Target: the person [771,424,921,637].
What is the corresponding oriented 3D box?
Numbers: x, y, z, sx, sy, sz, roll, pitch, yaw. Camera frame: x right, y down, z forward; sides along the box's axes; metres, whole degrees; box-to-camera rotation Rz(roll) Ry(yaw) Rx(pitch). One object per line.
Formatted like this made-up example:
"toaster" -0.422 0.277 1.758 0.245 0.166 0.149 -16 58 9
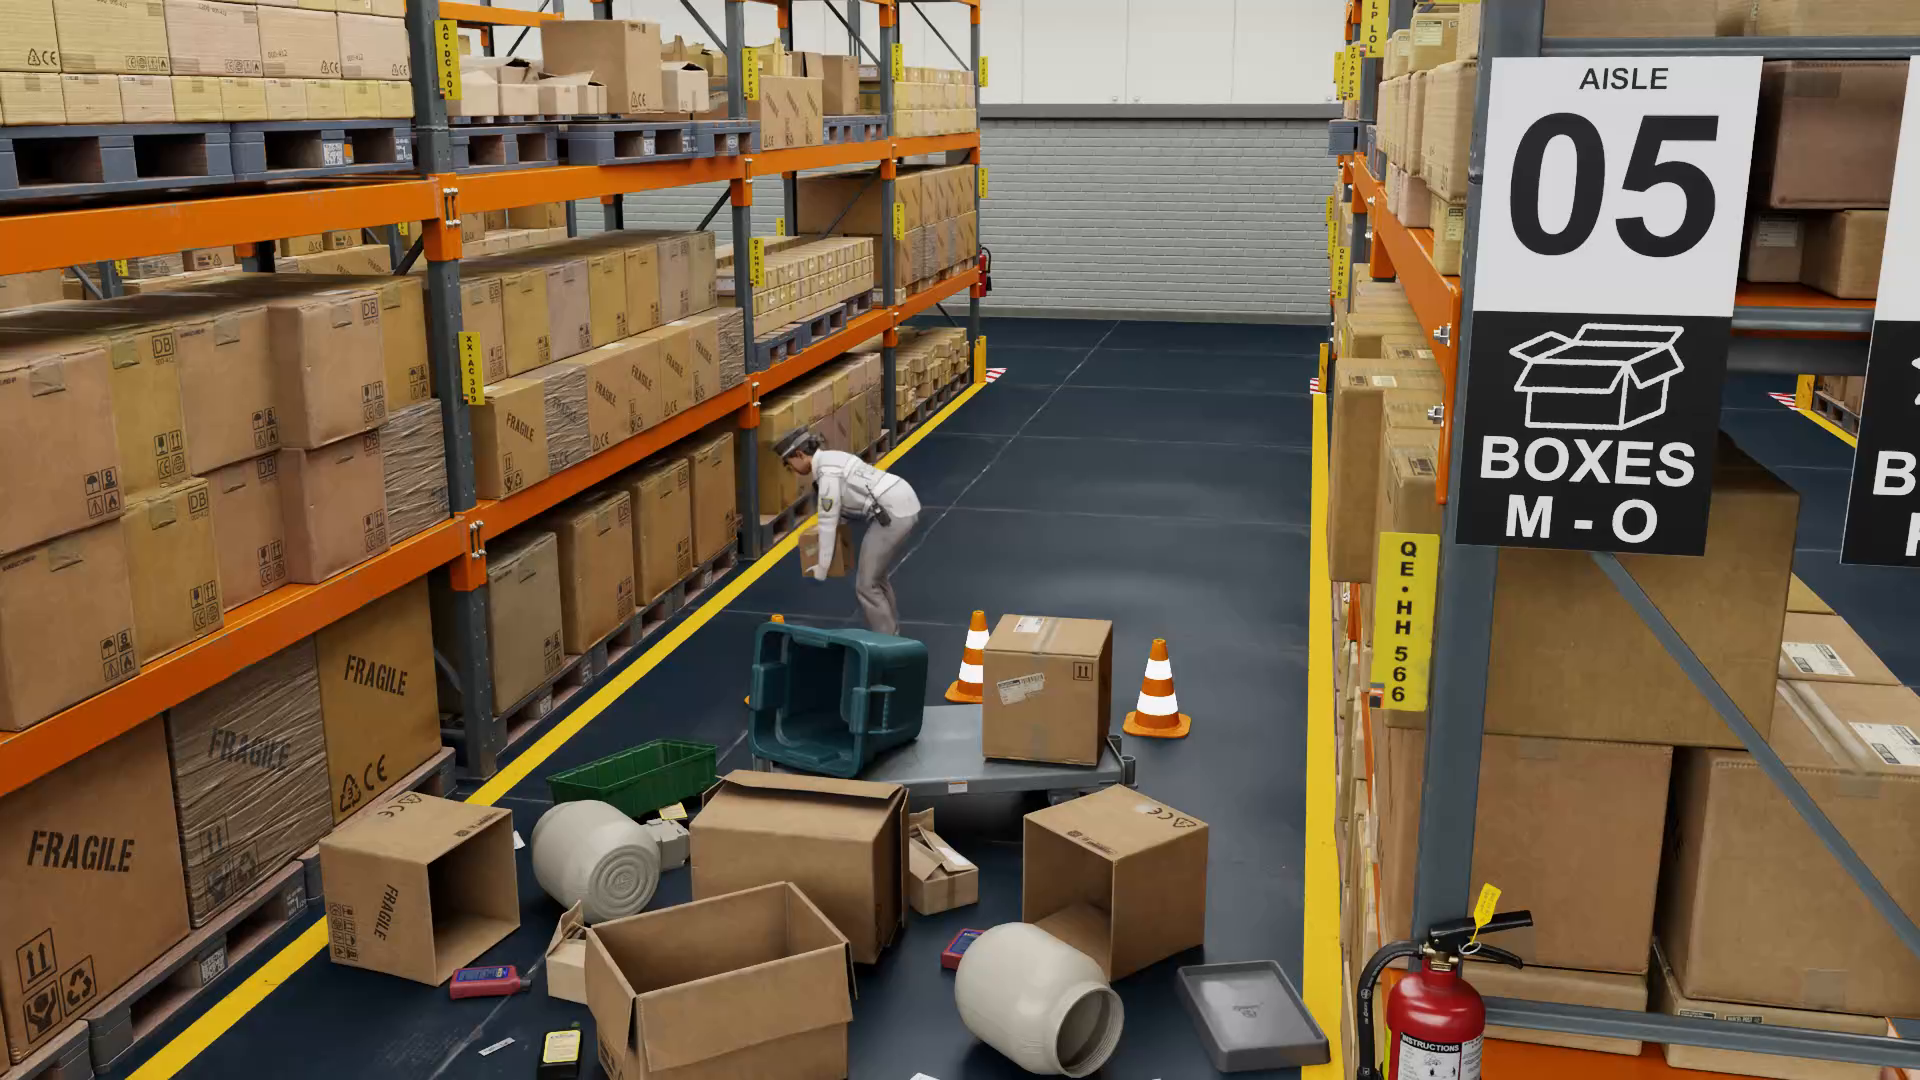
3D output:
"person" -0.655 0.020 9.535 0.857 1.366 0.402 3 15 10
